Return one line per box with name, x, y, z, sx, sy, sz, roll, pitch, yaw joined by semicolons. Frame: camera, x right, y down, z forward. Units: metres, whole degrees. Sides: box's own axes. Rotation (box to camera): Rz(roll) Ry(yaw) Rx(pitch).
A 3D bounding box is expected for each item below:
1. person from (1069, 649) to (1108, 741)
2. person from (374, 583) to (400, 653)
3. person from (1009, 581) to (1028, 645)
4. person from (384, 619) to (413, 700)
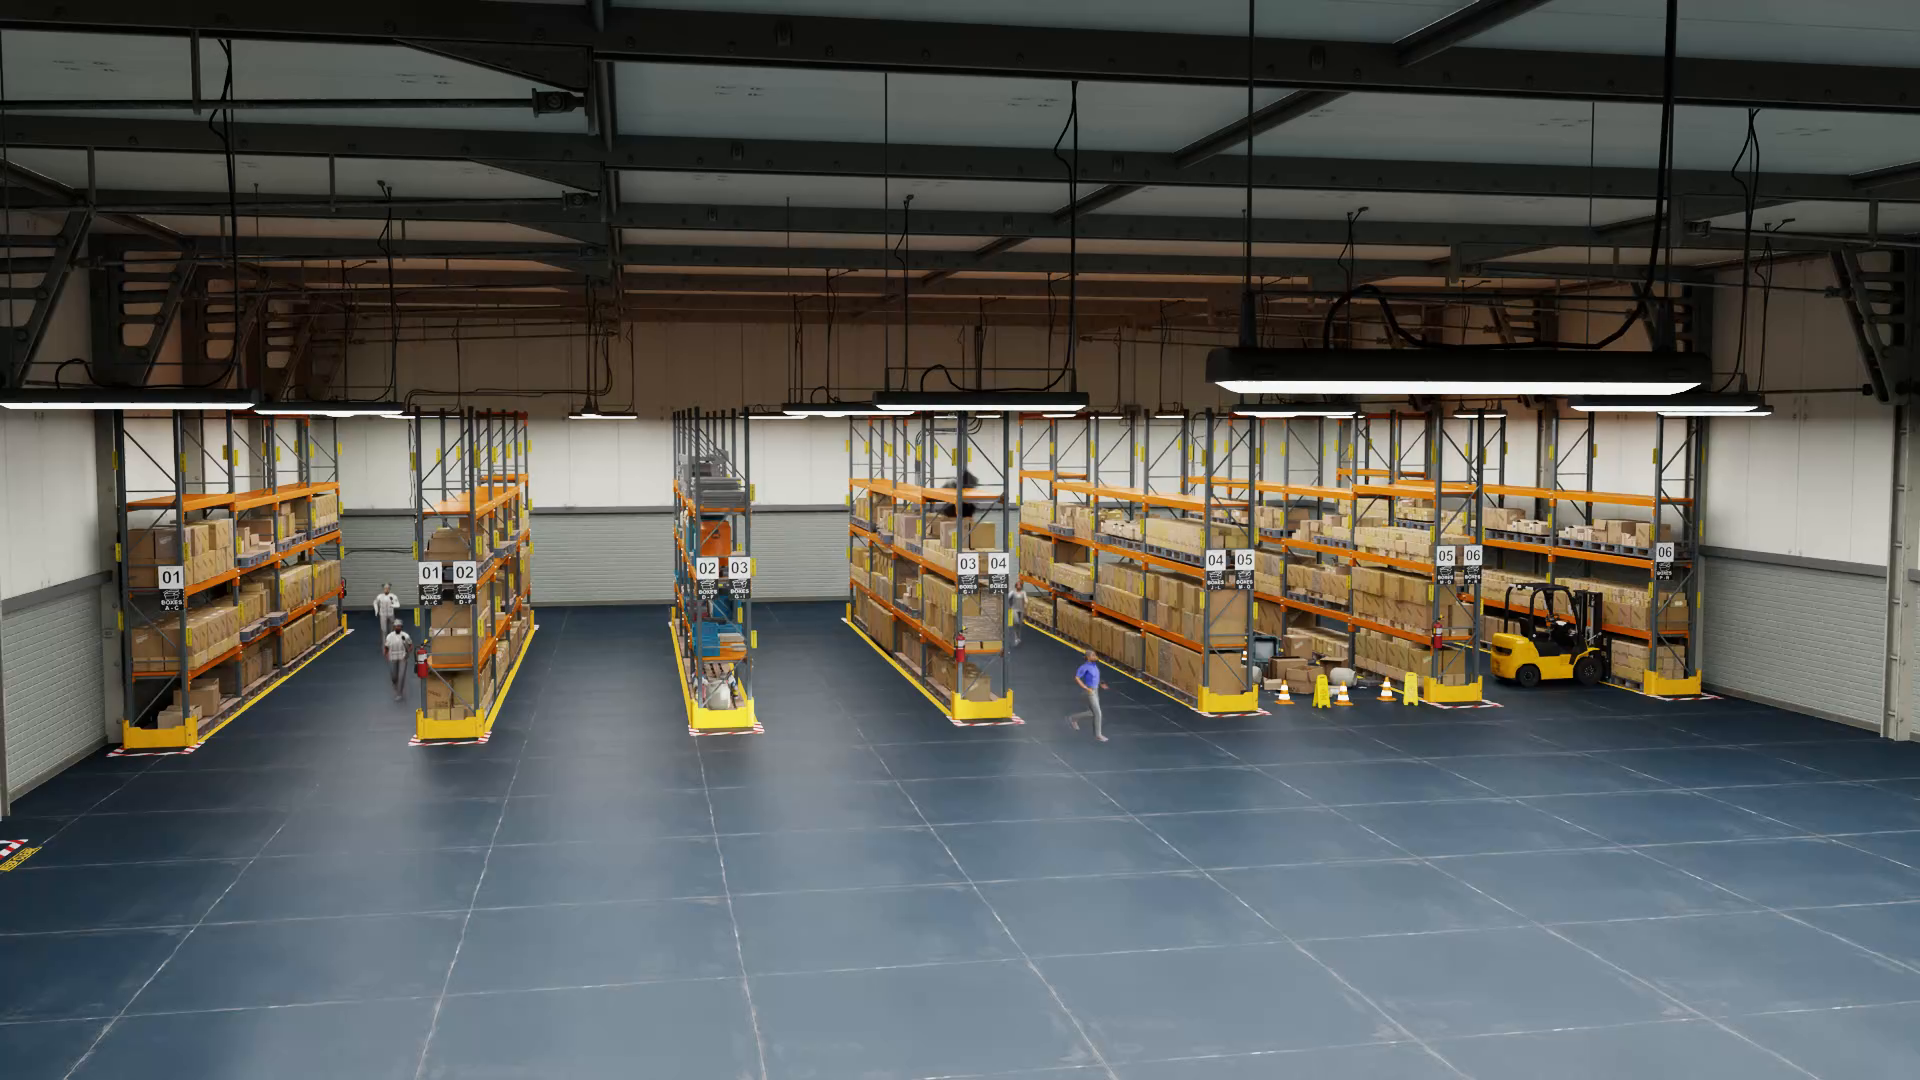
person;2.307;2.790;29.995;0.792;1.648;0.578;2;5;27
person;-14.268;1.912;41.420;0.600;1.709;0.903;-2;4;-22
person;1.491;1.876;42.868;0.505;1.646;0.715;-1;4;-15
person;-11.632;2.459;34.457;0.582;1.665;0.578;-1;4;-17
